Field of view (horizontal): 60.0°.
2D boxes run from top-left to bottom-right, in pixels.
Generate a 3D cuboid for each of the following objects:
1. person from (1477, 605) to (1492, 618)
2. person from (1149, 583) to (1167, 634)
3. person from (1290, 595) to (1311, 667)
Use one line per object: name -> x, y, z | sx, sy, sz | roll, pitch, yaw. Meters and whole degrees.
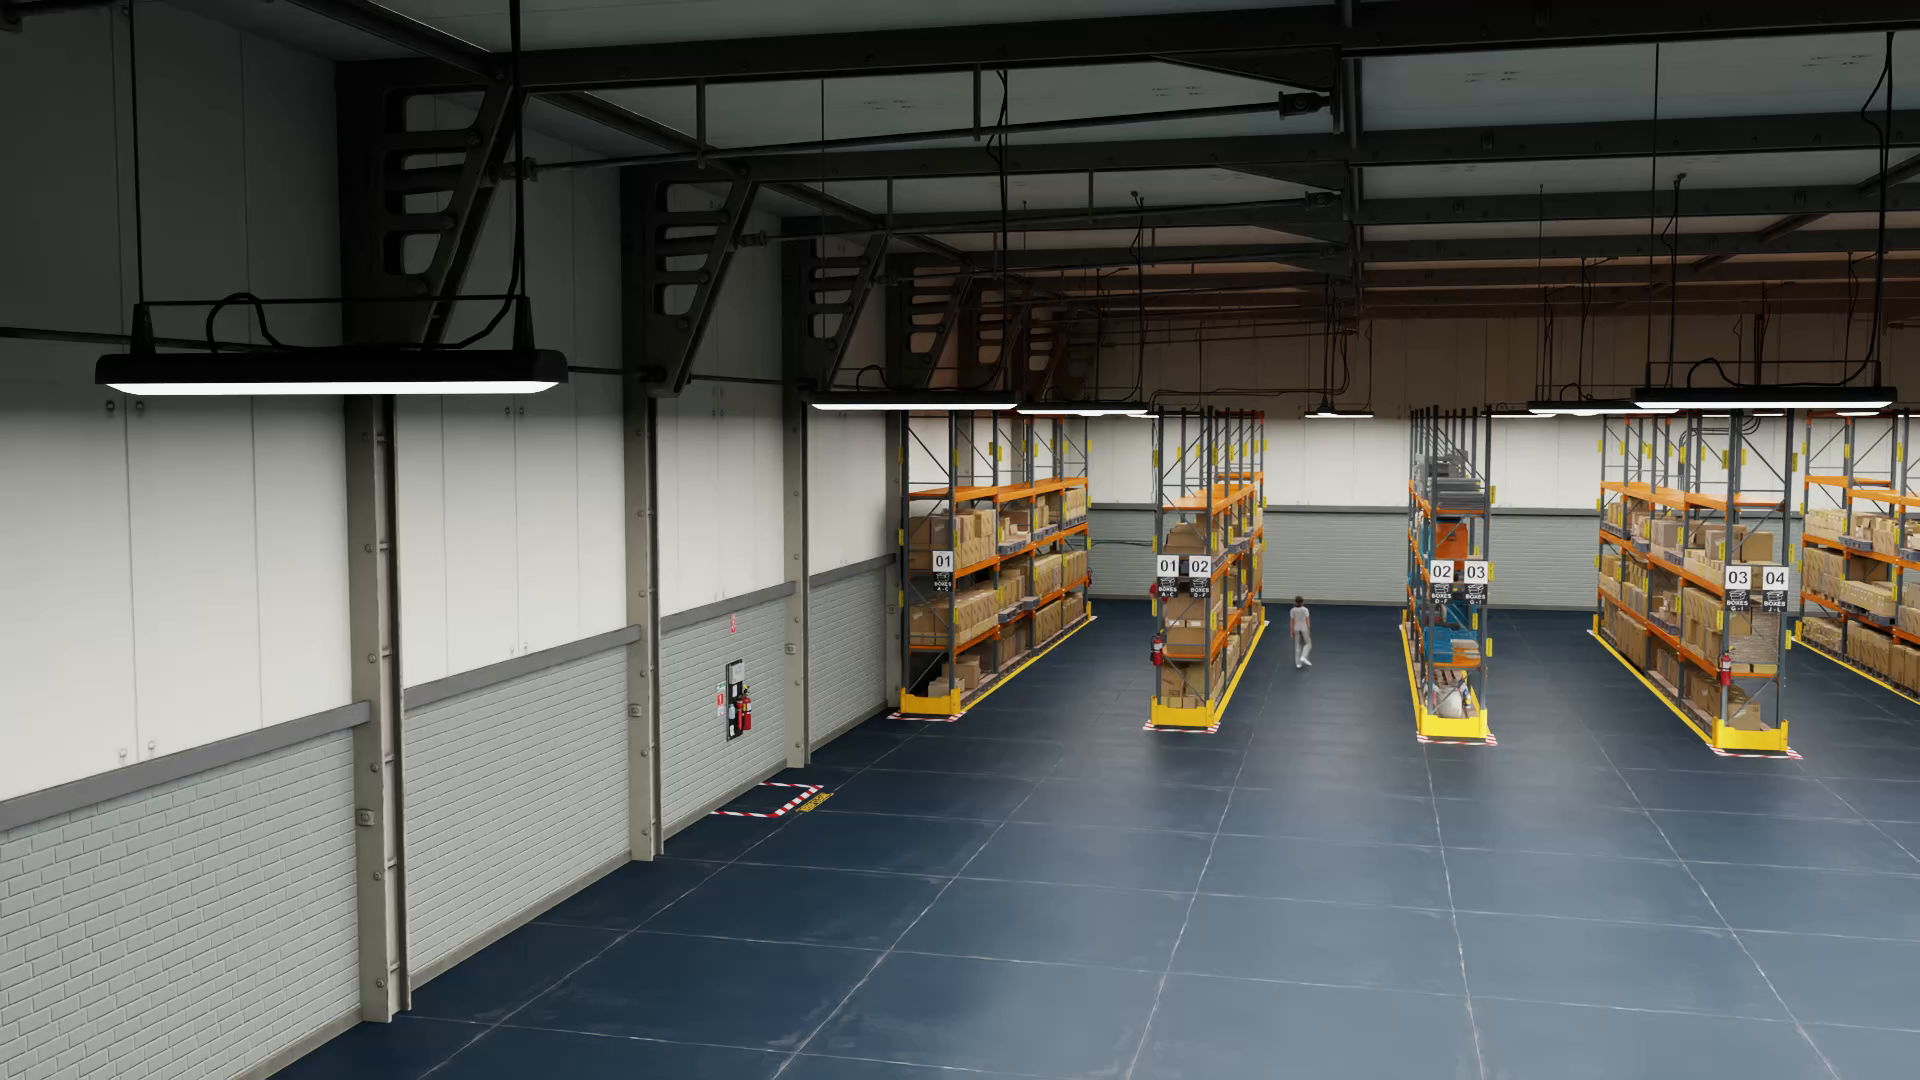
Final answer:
person -> 15.066, 1.501, 48.344 | 0.529, 1.509, 0.994 | -3, 5, -36
person -> 5.421, 1.721, 44.476 | 0.693, 1.636, 0.728 | 2, 4, 24
person -> 7.894, 2.126, 38.505 | 0.518, 1.668, 0.482 | 1, 4, 17
